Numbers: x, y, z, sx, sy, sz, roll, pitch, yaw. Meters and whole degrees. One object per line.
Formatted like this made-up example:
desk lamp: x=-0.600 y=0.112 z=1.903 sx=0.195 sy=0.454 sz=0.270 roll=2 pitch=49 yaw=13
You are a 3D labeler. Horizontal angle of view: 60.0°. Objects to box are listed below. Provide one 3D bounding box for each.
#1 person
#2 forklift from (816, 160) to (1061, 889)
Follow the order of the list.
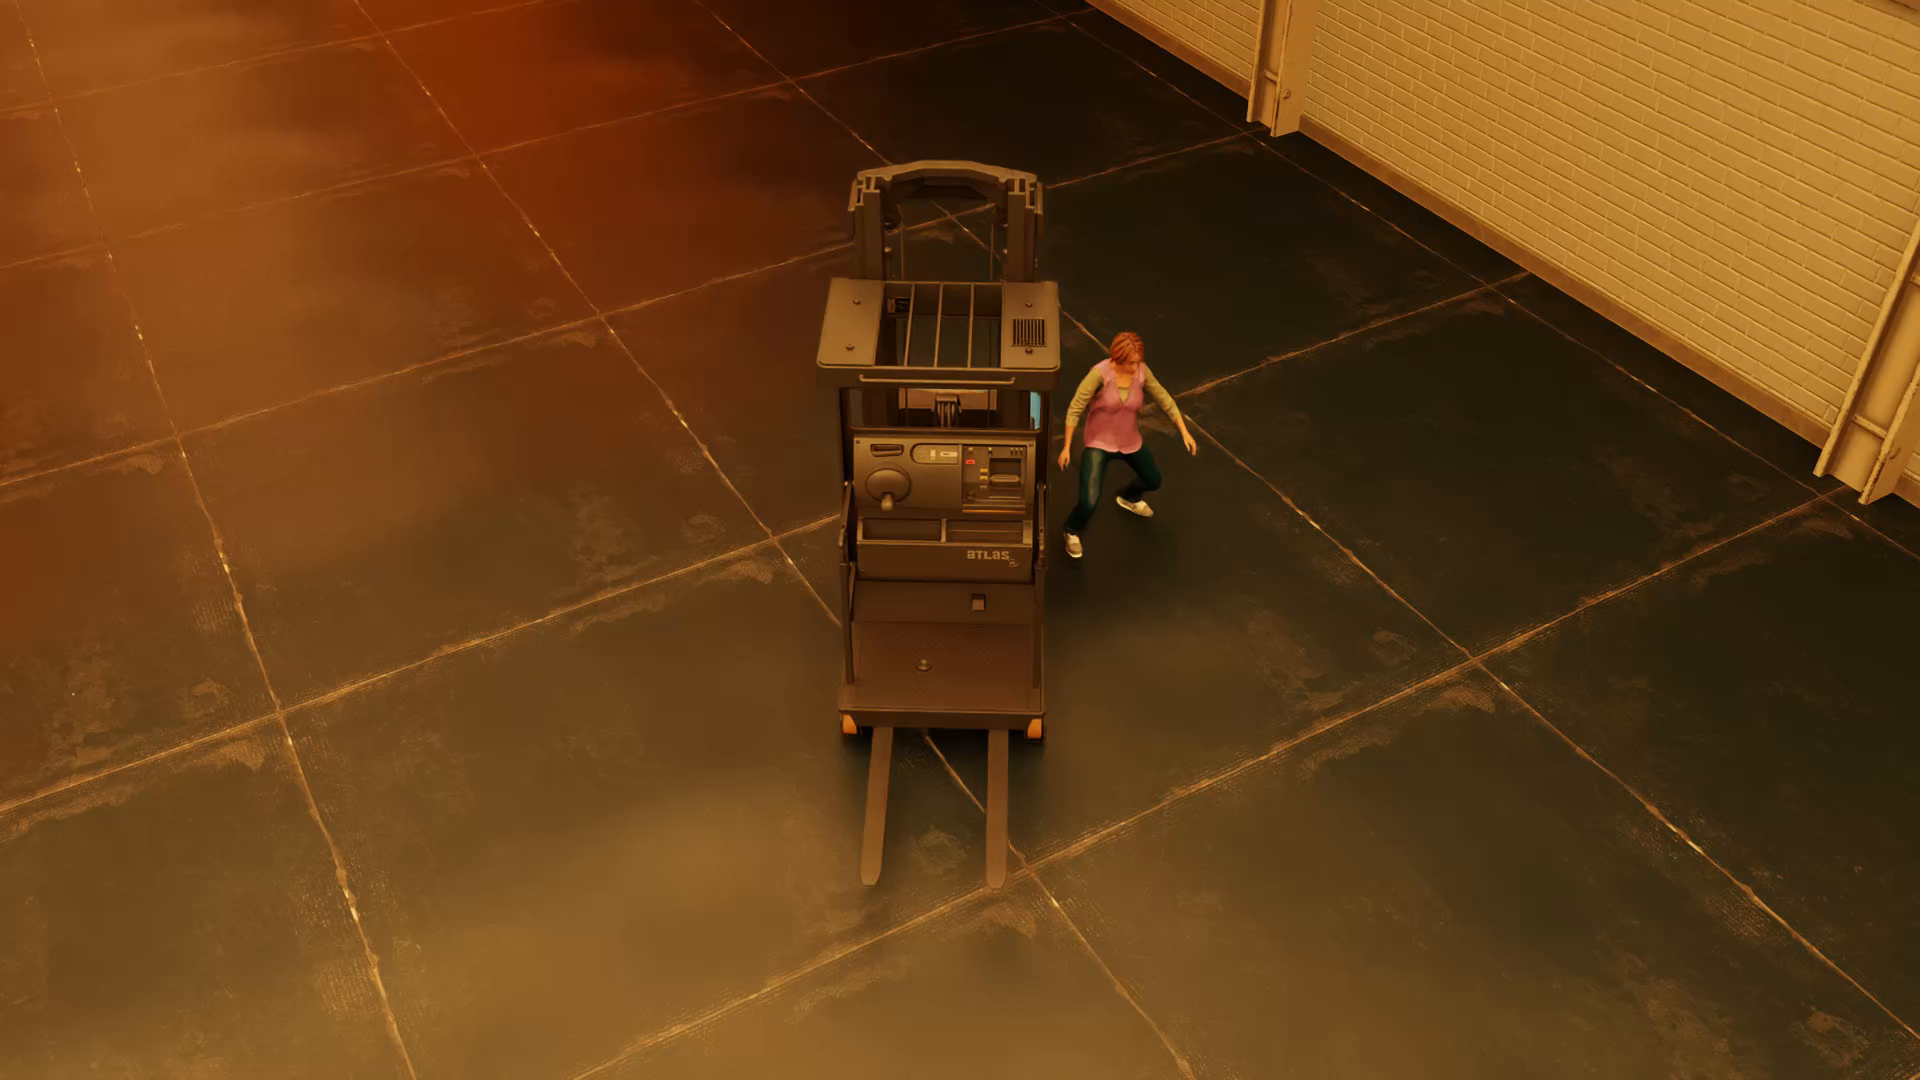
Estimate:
person: x=0.962 y=-0.588 z=9.919 sx=0.814 sy=1.492 sz=0.618 roll=-11 pitch=41 yaw=-13
forklift: x=-0.084 y=-0.260 z=8.350 sx=1.130 sy=2.935 sz=3.031 roll=1 pitch=40 yaw=1
